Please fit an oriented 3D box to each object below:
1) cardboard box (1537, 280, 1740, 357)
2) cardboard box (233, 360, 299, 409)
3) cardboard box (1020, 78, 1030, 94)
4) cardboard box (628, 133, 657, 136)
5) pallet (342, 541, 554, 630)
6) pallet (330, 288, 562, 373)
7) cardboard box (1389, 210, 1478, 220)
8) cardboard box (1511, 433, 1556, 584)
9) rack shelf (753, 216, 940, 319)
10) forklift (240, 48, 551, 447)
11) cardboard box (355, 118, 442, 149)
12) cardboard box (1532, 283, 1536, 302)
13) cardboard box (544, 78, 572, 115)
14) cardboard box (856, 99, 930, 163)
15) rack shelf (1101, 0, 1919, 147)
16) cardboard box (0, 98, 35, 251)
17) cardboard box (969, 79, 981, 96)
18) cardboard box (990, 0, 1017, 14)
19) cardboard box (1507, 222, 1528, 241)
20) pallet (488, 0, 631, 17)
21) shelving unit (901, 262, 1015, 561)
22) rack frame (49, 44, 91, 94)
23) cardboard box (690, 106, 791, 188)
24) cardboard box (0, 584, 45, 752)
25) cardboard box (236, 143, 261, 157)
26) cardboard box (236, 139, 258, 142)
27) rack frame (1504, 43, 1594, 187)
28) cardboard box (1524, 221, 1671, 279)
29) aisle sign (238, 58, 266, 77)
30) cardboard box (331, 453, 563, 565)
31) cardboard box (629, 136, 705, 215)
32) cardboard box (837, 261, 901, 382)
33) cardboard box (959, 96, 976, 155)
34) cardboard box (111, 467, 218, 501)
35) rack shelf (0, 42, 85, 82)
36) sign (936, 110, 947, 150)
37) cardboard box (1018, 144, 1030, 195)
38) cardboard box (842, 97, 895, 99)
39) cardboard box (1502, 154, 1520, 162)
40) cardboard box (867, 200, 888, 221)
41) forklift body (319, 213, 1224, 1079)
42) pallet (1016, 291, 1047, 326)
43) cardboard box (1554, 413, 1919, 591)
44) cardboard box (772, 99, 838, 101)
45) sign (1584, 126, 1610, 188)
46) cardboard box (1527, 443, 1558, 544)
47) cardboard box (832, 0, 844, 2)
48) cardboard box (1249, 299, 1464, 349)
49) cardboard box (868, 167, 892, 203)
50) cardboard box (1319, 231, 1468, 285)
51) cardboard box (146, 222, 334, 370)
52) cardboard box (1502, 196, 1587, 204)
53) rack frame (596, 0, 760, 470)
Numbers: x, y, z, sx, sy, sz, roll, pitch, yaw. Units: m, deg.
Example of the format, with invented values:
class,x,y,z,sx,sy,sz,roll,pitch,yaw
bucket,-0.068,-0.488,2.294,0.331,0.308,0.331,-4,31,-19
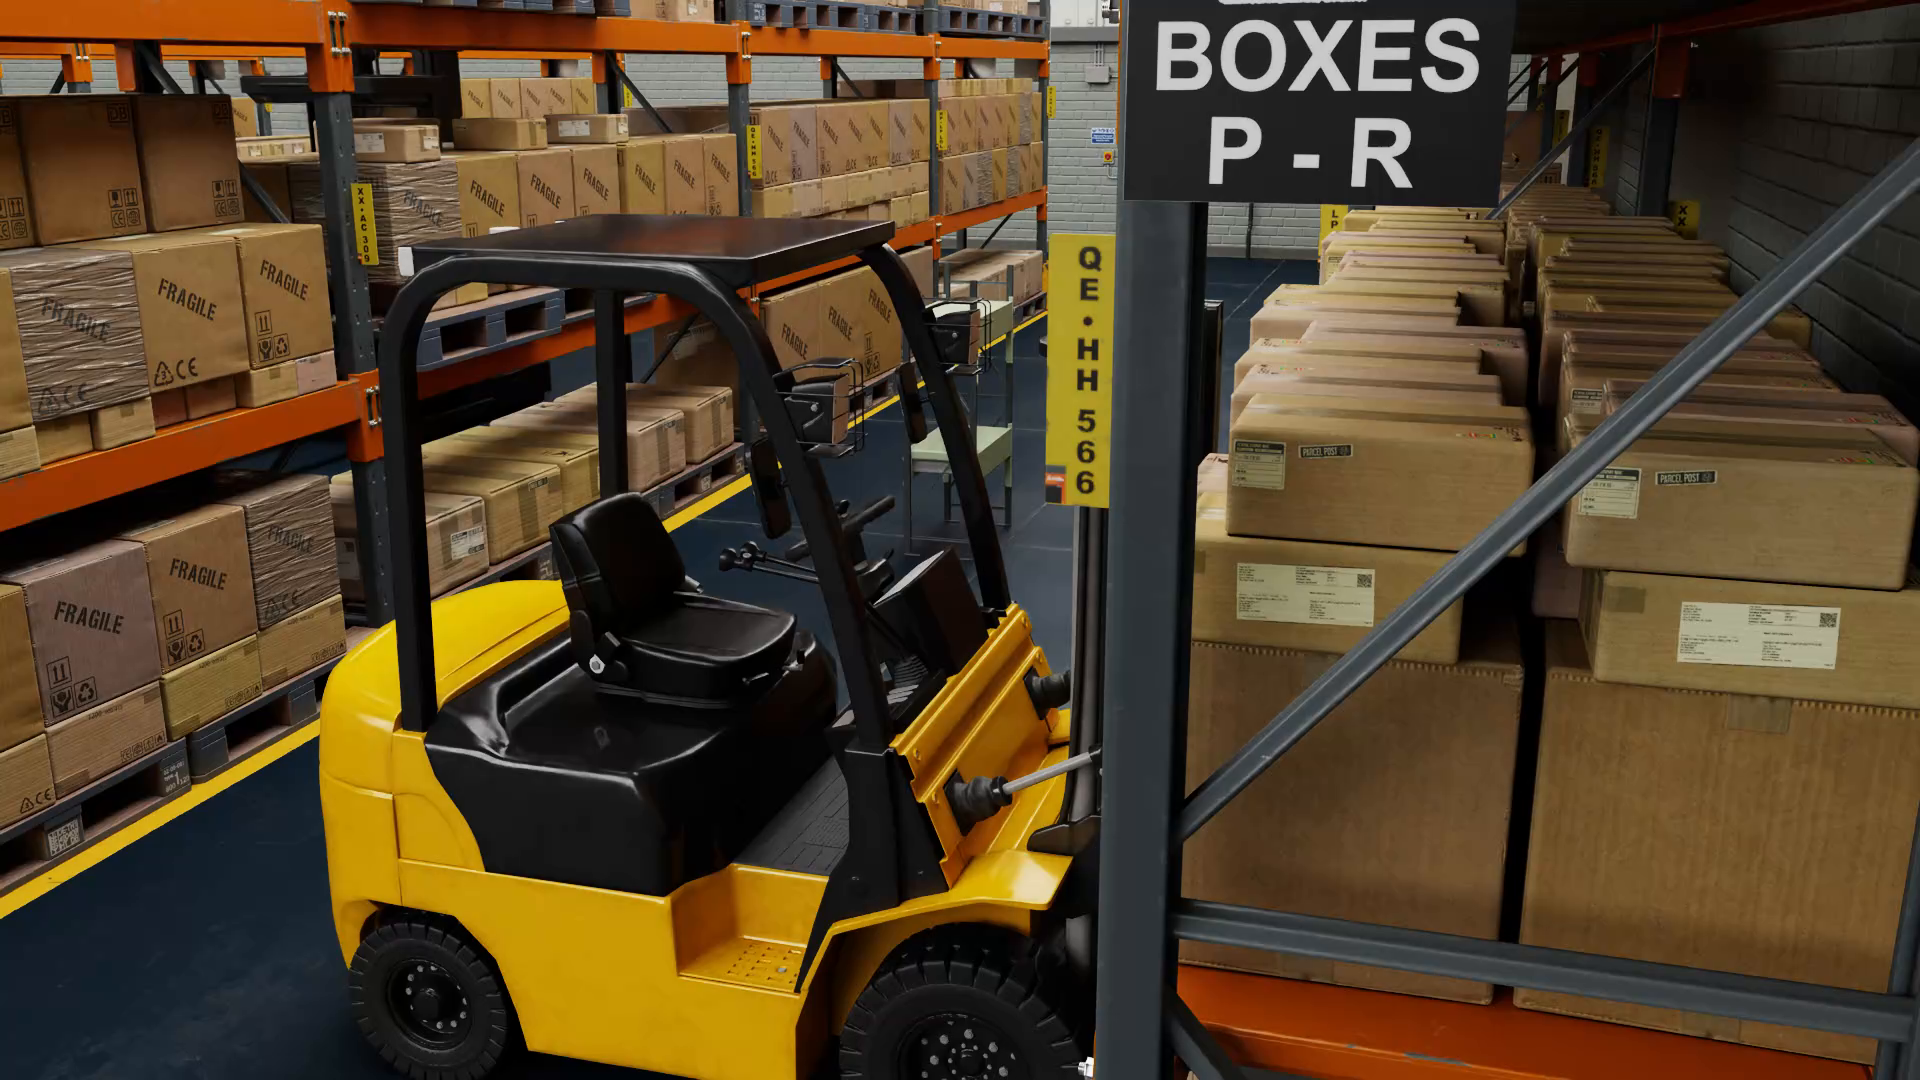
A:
class,x,y,z,sx,sy,sz,roll,pitch,yaw
cardboard box,1.436,-0.458,3.531,0.380,0.149,0.250,5,17,16
cardboard box,-2.818,-0.617,6.469,0.380,0.149,0.250,5,17,17
cardboard box,0.504,-4.641,16.989,0.380,0.149,0.250,4,16,15
cardboard box,-2.168,-2.252,10.272,0.500,0.500,0.500,4,16,14
pallet,-2.735,0.226,8.145,1.003,0.211,1.213,5,16,16
pallet,-2.598,-1.008,7.738,1.003,0.211,1.213,5,16,16
cardboard box,2.024,-1.331,7.153,0.380,0.149,0.250,5,17,16
cardboard box,1.341,0.093,3.322,0.500,0.500,0.500,4,16,15
rack shelf,-1.250,-2.135,12.679,1.077,0.370,4.000,5,16,16
forklift,-4.226,-2.214,11.764,1.130,2.935,3.031,5,17,18
cardboard box,-2.801,-2.010,8.232,0.380,0.149,0.250,4,16,13
cardboard box,1.923,-0.716,4.983,0.380,0.149,0.250,4,16,14
cardboard box,-4.494,-4.672,17.745,0.500,0.500,0.500,6,17,19
cardboard box,-0.567,-3.397,13.794,0.500,0.500,0.500,5,17,18
rack shelf,1.237,-1.101,3.537,1.077,0.370,4.000,5,16,16
cardboard box,-3.622,-1.224,5.588,0.700,0.500,0.500,4,16,15
cardboard box,-0.020,-4.174,15.345,0.380,0.149,0.250,4,16,14
cardboard box,0.372,-5.383,16.821,0.380,0.149,0.250,3,16,12
cardboard box,2.362,-1.163,6.561,0.380,0.149,0.250,4,16,15
pallet,-2.385,-2.689,8.160,1.213,0.211,1.003,5,16,16
shelving unit,-0.002,-0.720,9.119,0.431,1.500,0.755,5,16,16
rack frame,-6.593,-2.315,11.996,1.000,3.000,0.127,5,16,16
cardboard box,-1.443,-2.597,10.974,0.500,0.500,0.500,4,16,14
cardboard box,-3.296,0.431,5.207,0.500,0.500,0.500,5,17,17
cardboard box,-5.903,-3.133,13.478,0.380,0.149,0.250,5,17,18
cardboard box,-6.303,-3.390,14.383,0.380,0.149,0.250,4,16,15
rack frame,2.942,-1.574,9.382,1.000,3.000,0.127,5,16,16
cardboard box,1.893,-0.862,4.953,0.380,0.149,0.250,4,16,14
aisle sign,-8.738,-6.066,20.454,0.394,0.787,0.004,5,16,16
cardboard box,-2.607,-0.175,8.496,0.950,0.372,0.625,6,17,19
cardboard box,-1.817,-2.075,9.649,0.500,0.500,0.500,4,16,15
cardboard box,-1.030,-1.779,13.229,0.875,0.875,0.875,5,17,17
cardboard box,-0.164,-3.771,15.112,0.500,0.500,0.500,4,16,15
cardboard box,-3.381,-0.018,6.791,0.500,0.500,0.500,5,17,19
rack shelf,-7.161,-2.889,9.840,1.077,0.370,4.000,5,16,16
sign,-0.158,-3.484,14.139,0.100,0.325,0.005,5,16,16
cardboard box,0.415,-3.822,17.125,0.500,0.500,0.500,4,16,15
cardboard box,-0.812,-3.679,14.786,0.500,0.500,0.500,4,16,15
cardboard box,3.229,-2.267,10.867,0.797,0.503,0.637,4,16,15
cardboard box,-0.874,-2.532,13.033,0.500,0.250,0.500,4,16,14
forklift body,-0.542,0.290,4.367,2.313,2.155,1.214,5,16,16
pallet,0.303,-2.494,17.736,1.003,0.211,1.213,5,16,16
cardboard box,0.969,-0.056,2.112,0.380,0.149,0.250,4,16,15
cardboard box,-1.200,-3.306,13.471,0.500,0.500,0.500,5,16,16
sign,3.475,-2.089,9.075,0.100,0.325,0.005,5,16,16
cardboard box,1.101,-0.045,2.620,0.380,0.149,0.250,4,16,15
cardboard box,-1.075,-4.031,12.205,0.380,0.166,0.250,6,17,21
cardboard box,0.767,-0.368,3.213,0.380,0.149,0.250,5,17,17
cardboard box,-0.850,-2.771,12.962,0.500,0.250,0.500,5,17,17
cardboard box,1.207,-0.768,4.624,0.380,0.149,0.250,5,17,17
cardboard box,-2.842,-0.967,6.514,0.500,0.500,0.500,4,16,14
cardboard box,2.793,-1.561,7.965,0.380,0.149,0.250,5,16,16
rack frame,-1.818,-1.958,10.736,1.000,3.000,0.127,5,16,16
